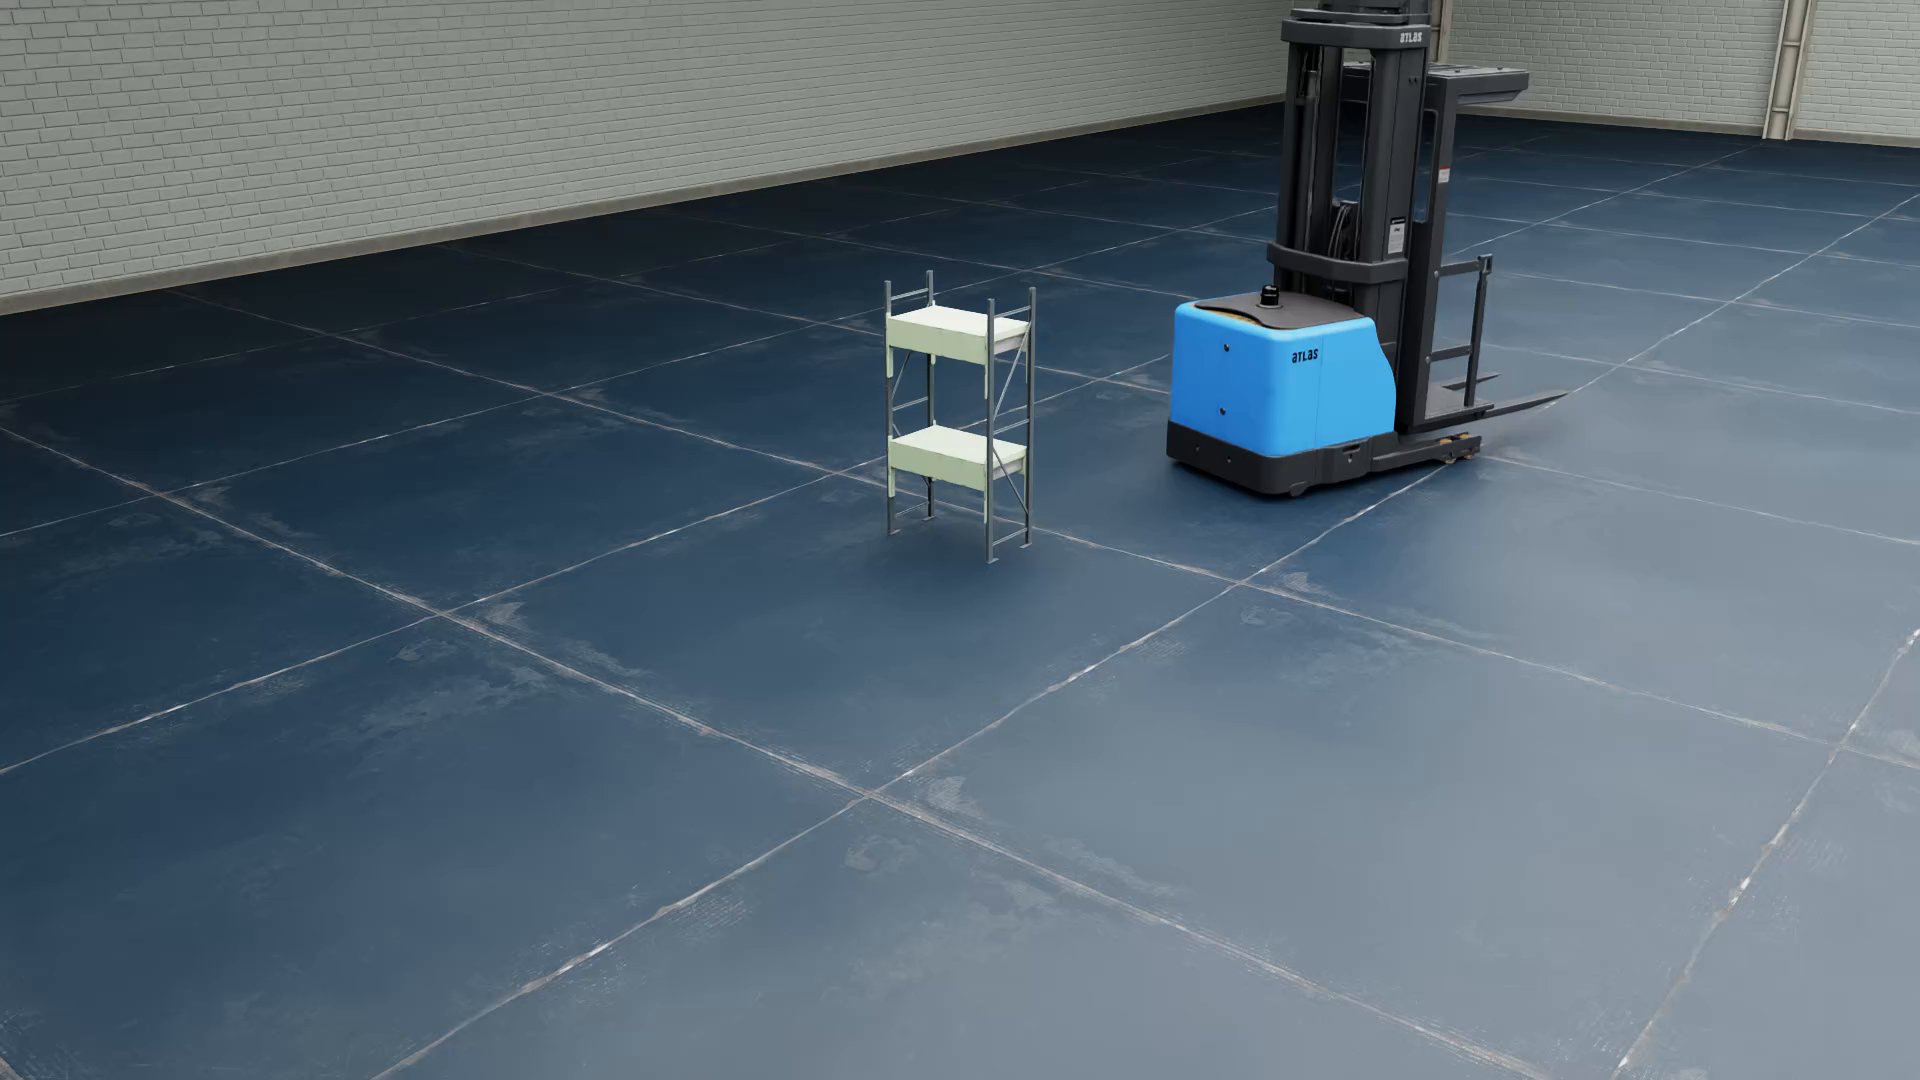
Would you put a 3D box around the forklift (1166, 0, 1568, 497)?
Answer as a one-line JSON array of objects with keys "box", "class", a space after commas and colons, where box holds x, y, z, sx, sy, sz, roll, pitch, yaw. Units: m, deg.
[{"box": [2.874, -2.016, 10.861, 3.031, 2.935, 1.130, -13, 24, -31], "class": "forklift"}]

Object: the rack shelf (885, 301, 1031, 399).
[{"box": [-0.005, -1.068, 9.270, 0.720, 0.370, 0.431, 16, 26, 36], "class": "rack shelf"}]

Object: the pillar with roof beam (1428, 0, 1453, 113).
[{"box": [5.853, -10.870, 25.741, 0.400, 9.000, 9.100, 16, 26, 36], "class": "pillar with roof beam"}]

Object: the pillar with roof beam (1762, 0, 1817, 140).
[{"box": [10.501, -9.532, 22.191, 0.400, 9.000, 9.100, 16, 26, 36], "class": "pillar with roof beam"}]

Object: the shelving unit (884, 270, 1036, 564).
[{"box": [-0.005, -0.703, 9.407, 0.755, 1.500, 0.431, 16, 26, 36], "class": "shelving unit"}]

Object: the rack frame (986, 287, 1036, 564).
[{"box": [0.278, -0.622, 9.191, 0.023, 1.500, 0.400, 16, 26, 36], "class": "rack frame"}]

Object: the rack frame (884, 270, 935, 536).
[{"box": [-0.289, -0.785, 9.624, 0.023, 1.500, 0.400, 16, 26, 36], "class": "rack frame"}]

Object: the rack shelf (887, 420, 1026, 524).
[{"box": [-0.005, -0.398, 9.523, 0.720, 0.370, 0.431, 16, 26, 36], "class": "rack shelf"}]
